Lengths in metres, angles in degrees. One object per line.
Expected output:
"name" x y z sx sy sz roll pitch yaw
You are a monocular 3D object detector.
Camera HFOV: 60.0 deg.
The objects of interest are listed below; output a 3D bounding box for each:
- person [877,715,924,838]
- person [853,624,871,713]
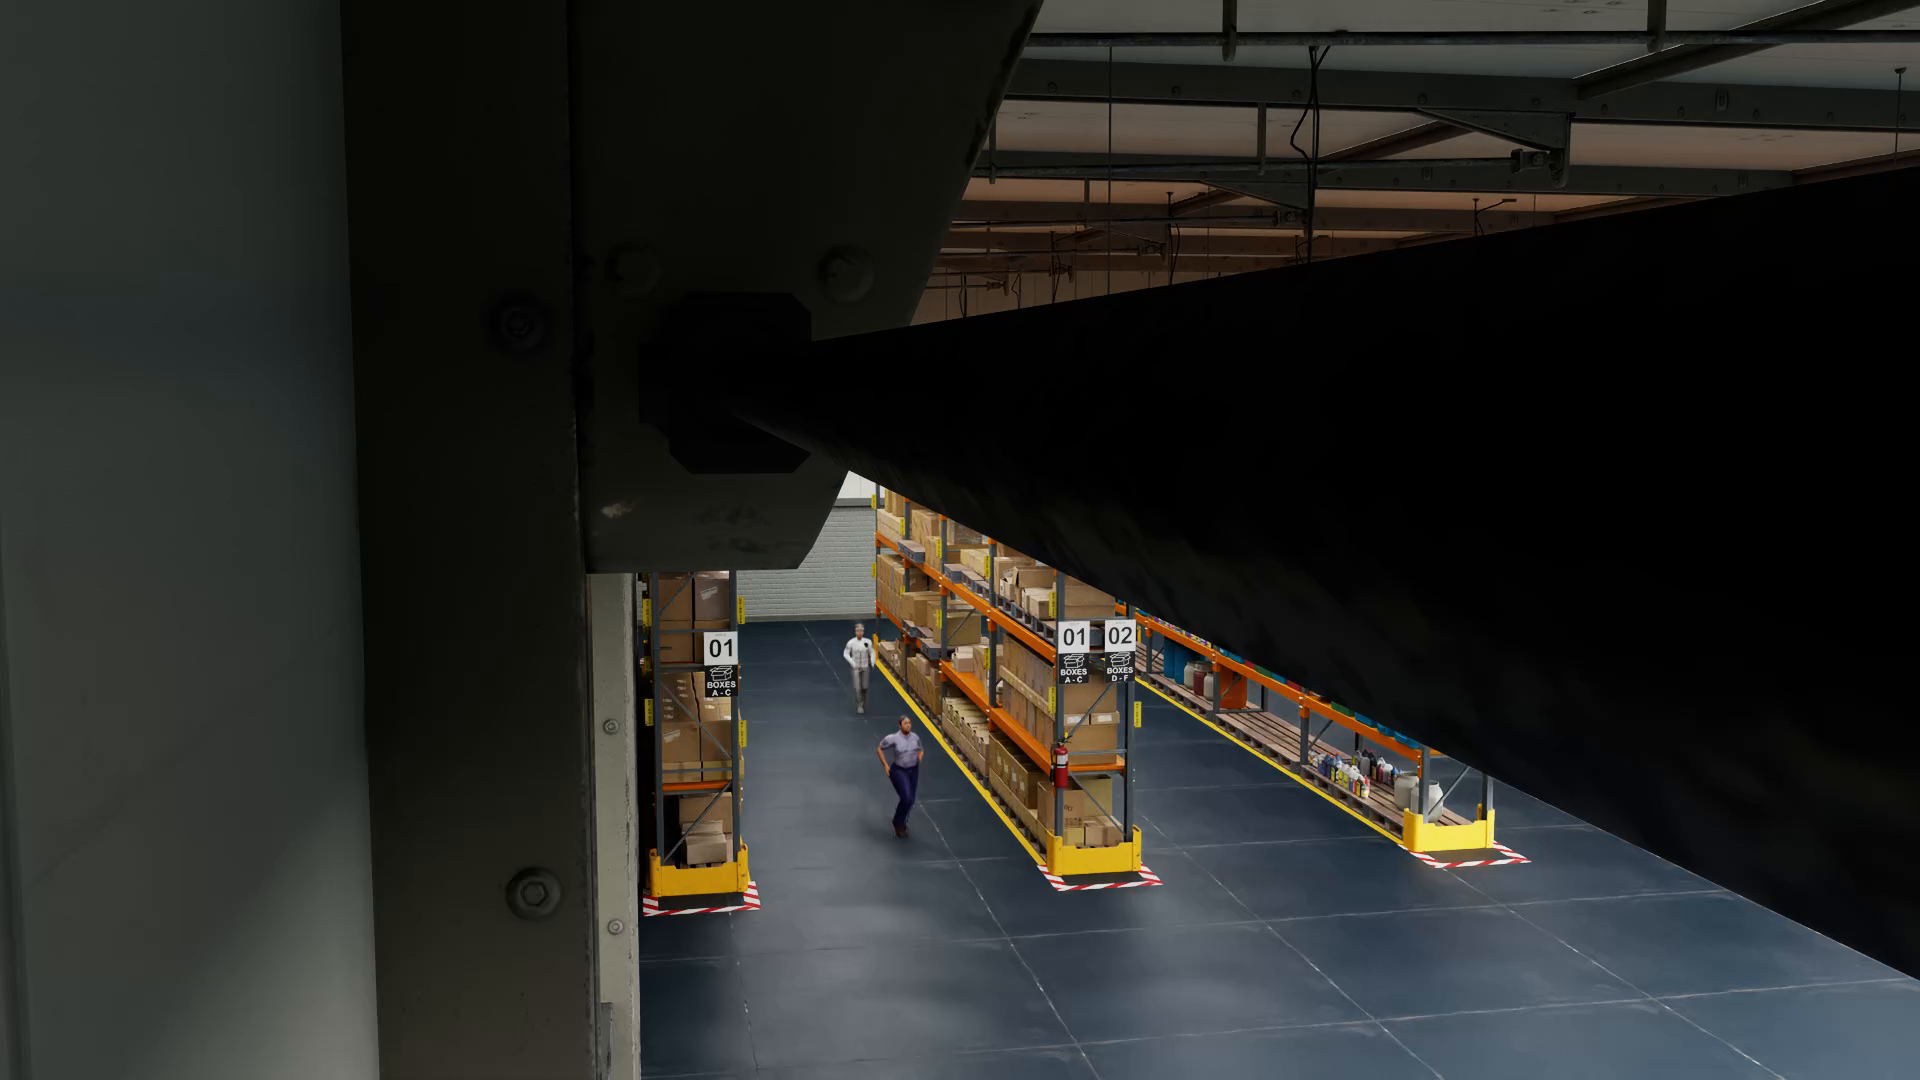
"person" -0.745 3.215 22.574 0.581 1.652 0.677 -5 7 -38
"person" -1.831 2.357 30.833 0.340 1.660 0.447 -1 6 -8
